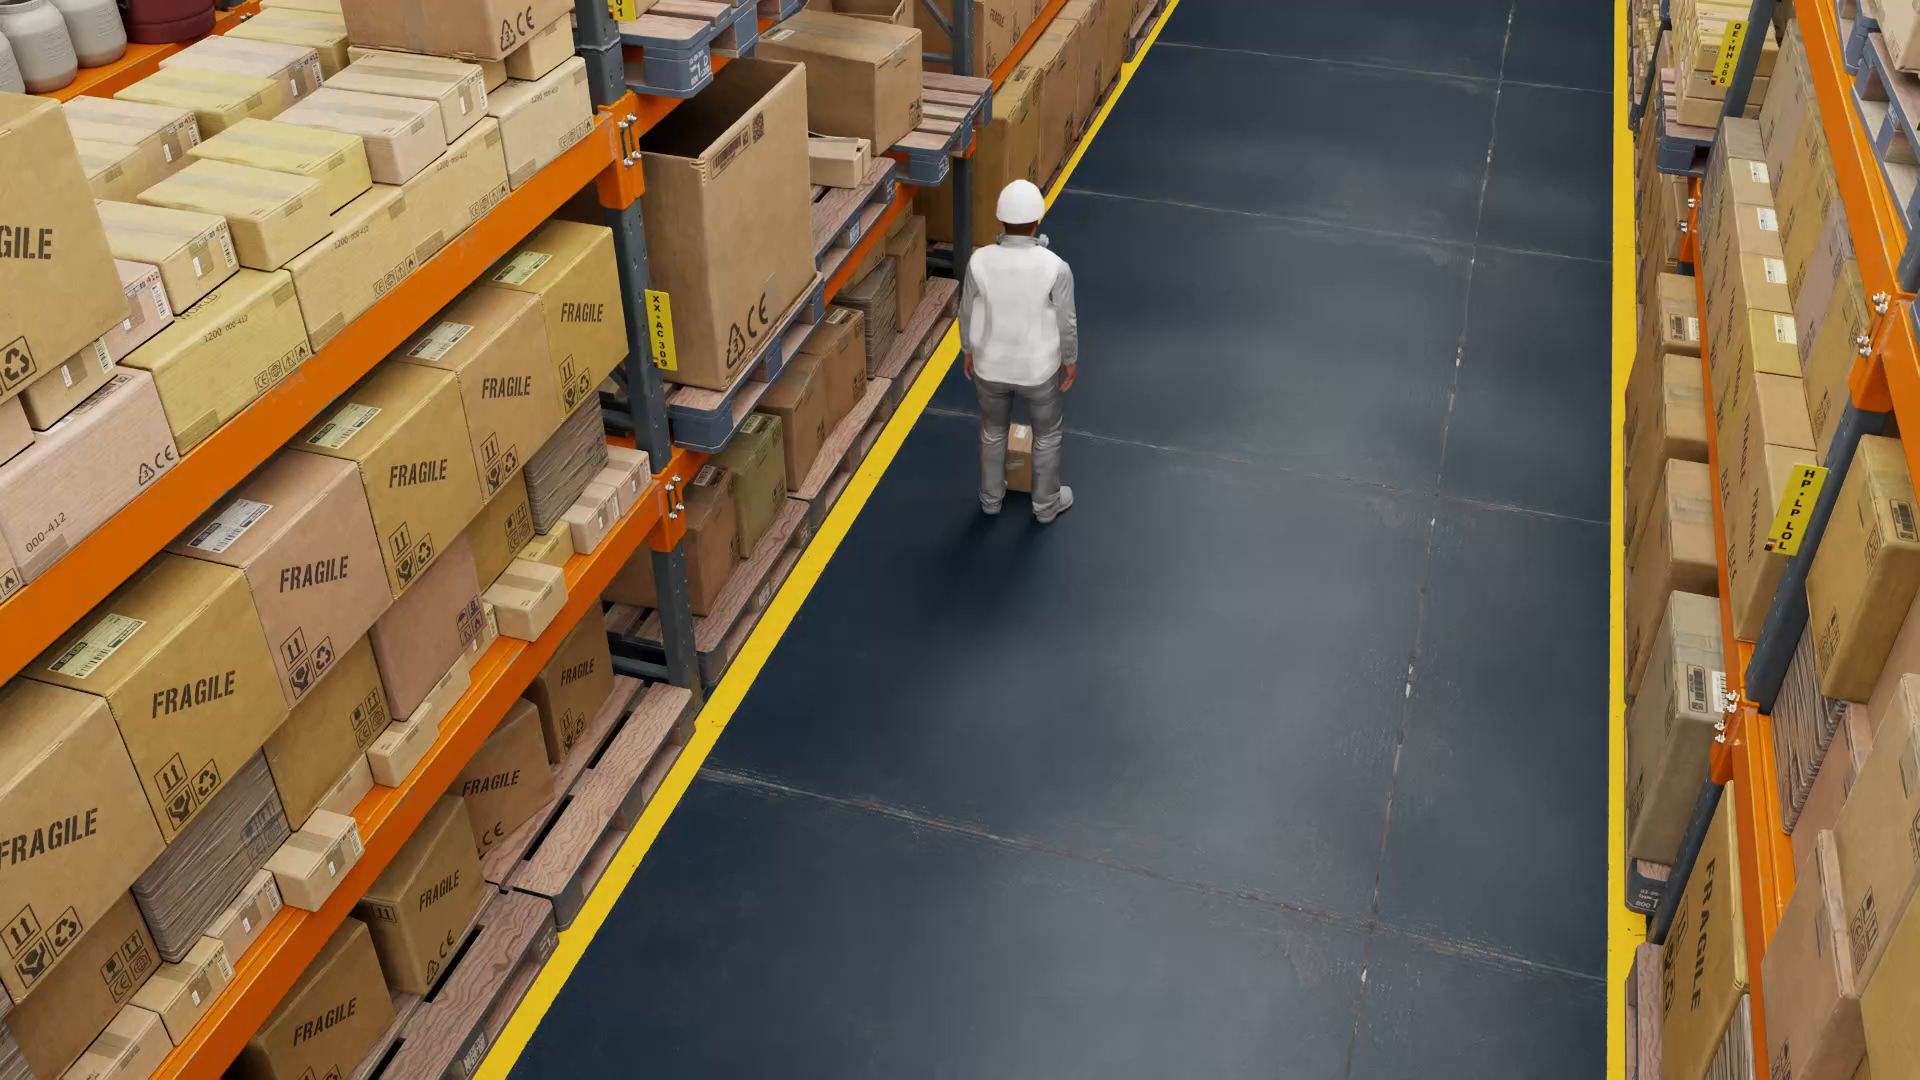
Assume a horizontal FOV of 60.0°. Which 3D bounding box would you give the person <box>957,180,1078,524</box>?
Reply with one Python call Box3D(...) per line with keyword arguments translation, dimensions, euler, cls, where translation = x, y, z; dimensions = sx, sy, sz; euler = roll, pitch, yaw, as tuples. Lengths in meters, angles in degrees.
Box3D(translation=(0.282, -0.880, 8.048), dimensions=(0.579, 1.769, 0.466), euler=(9, 38, 12), cls="person")
